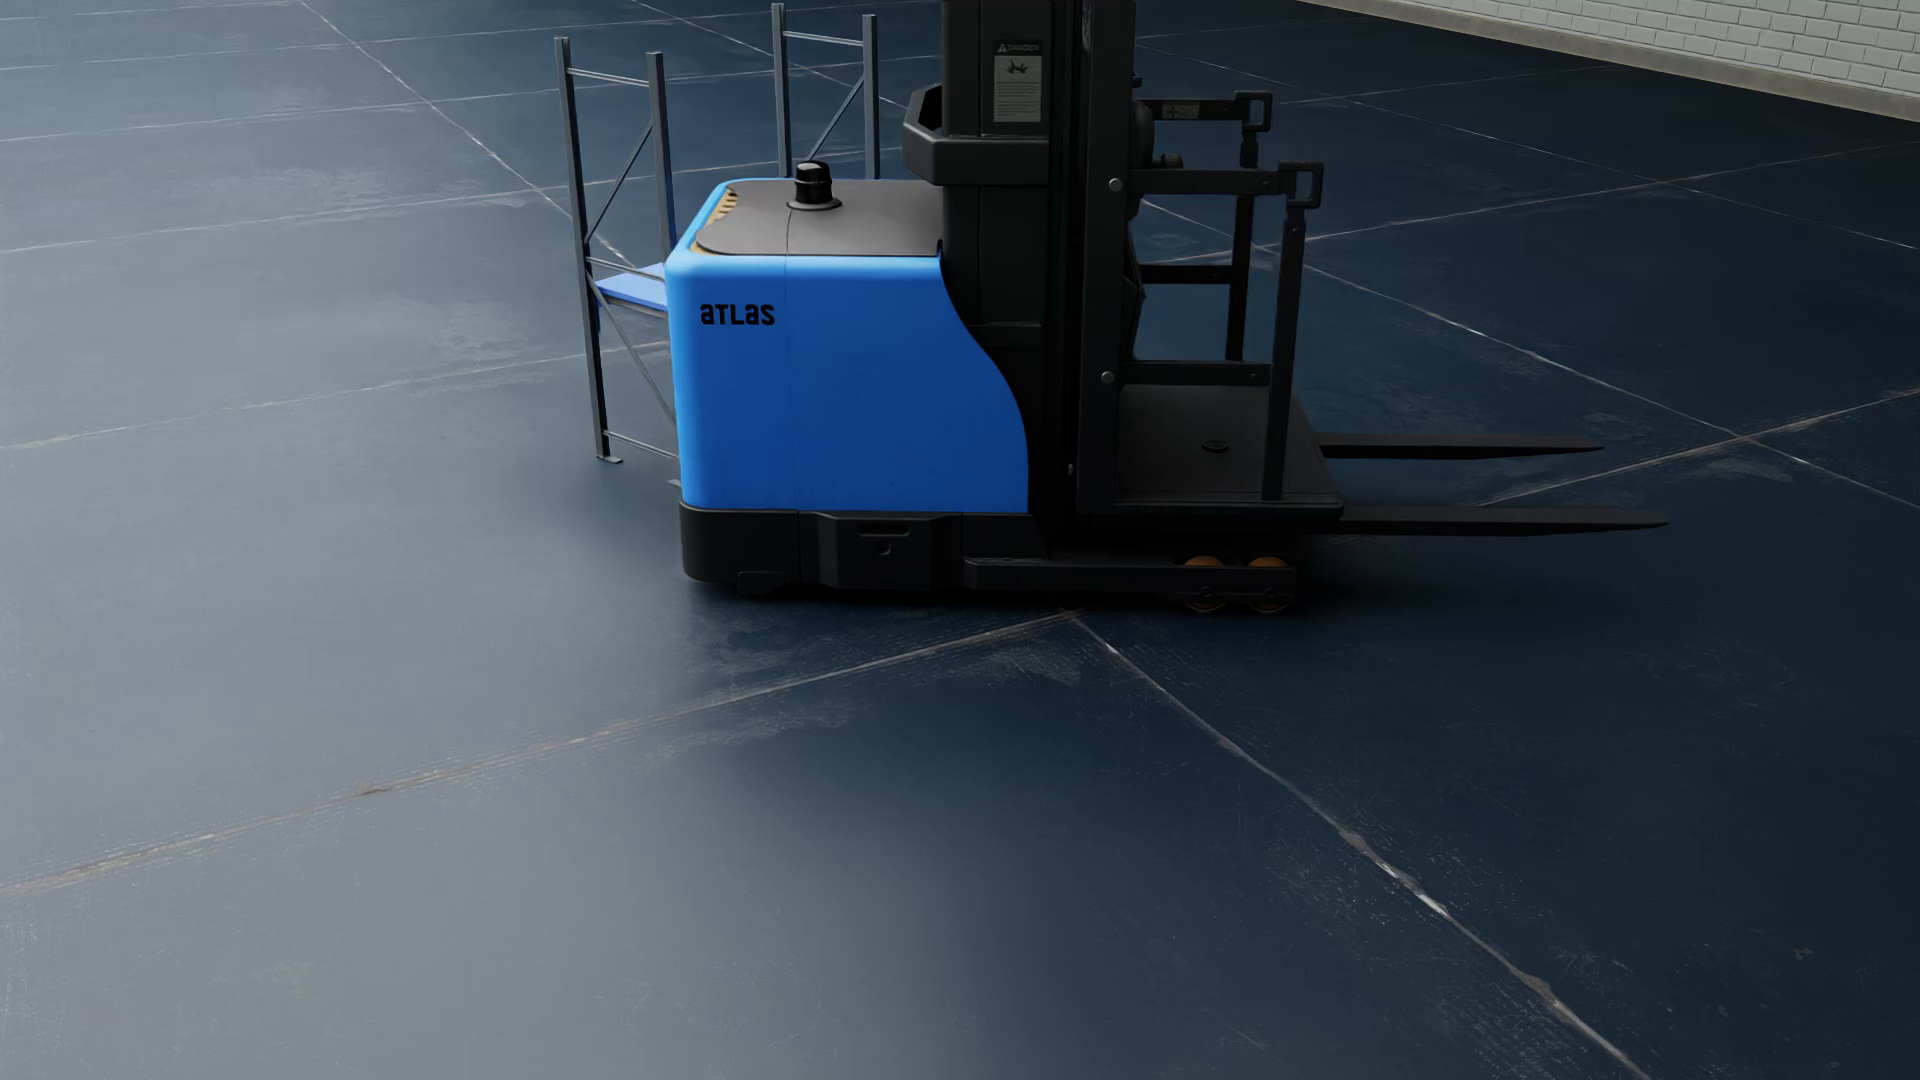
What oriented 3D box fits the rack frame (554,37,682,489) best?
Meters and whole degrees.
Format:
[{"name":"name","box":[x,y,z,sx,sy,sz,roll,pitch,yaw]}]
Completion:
[{"name":"rack frame","box":[-1.139,-0.921,5.686,0.500,1.500,0.032,19,32,34]}]

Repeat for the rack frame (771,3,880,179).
[{"name":"rack frame","box":[-0.501,-1.263,6.400,0.500,1.500,0.032,19,32,34]}]

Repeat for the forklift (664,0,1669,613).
[{"name":"forklift","box":[0.670,-1.336,4.897,3.031,2.935,1.130,1,26,2]}]

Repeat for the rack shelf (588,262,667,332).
[{"name":"rack shelf","box":[-0.820,-0.930,6.121,0.538,0.185,1.000,19,32,34]}]

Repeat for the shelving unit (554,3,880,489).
[{"name":"shelving unit","box":[-0.820,-1.092,6.043,0.538,1.500,1.048,19,32,34]}]
